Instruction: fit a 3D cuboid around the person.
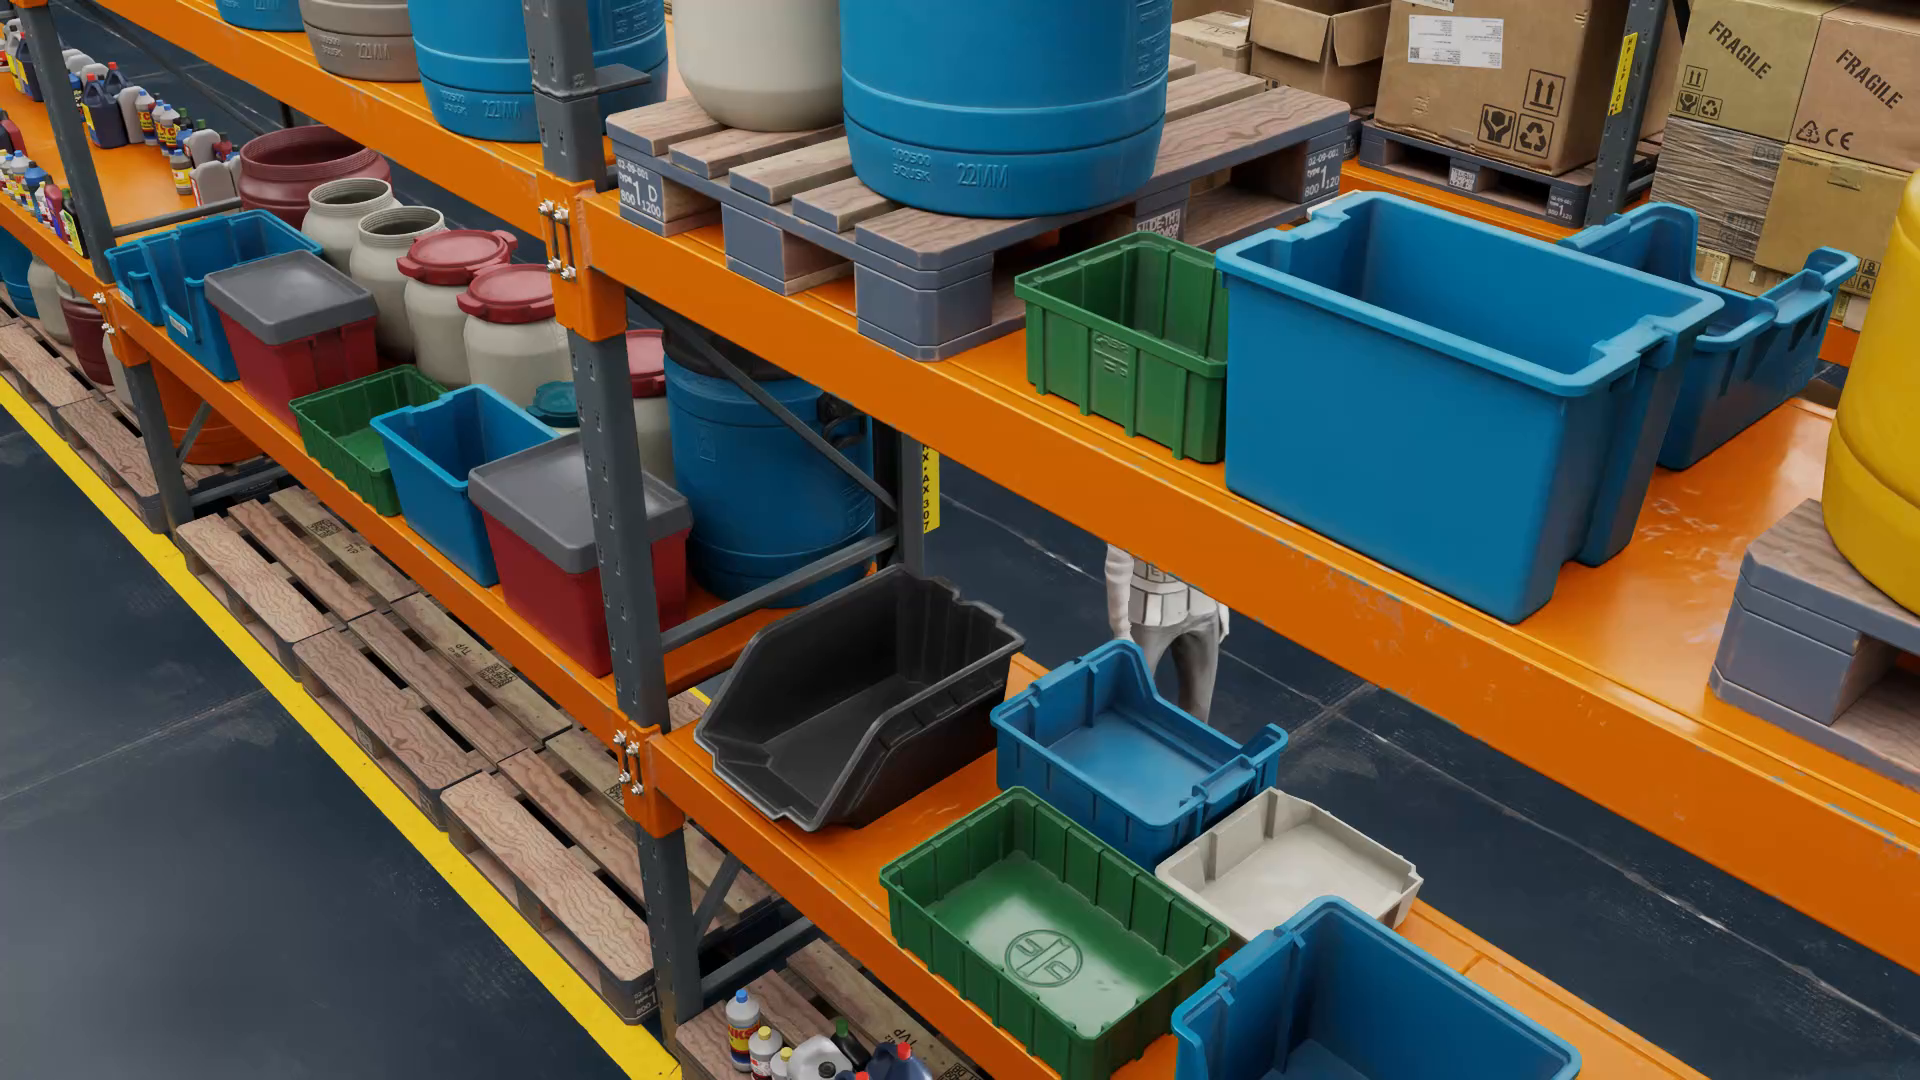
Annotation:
[{"bbox_3d":[0.737,0.273,5.714,0.482,1.718,0.398,-14,35,-21],"label":"person"}]
